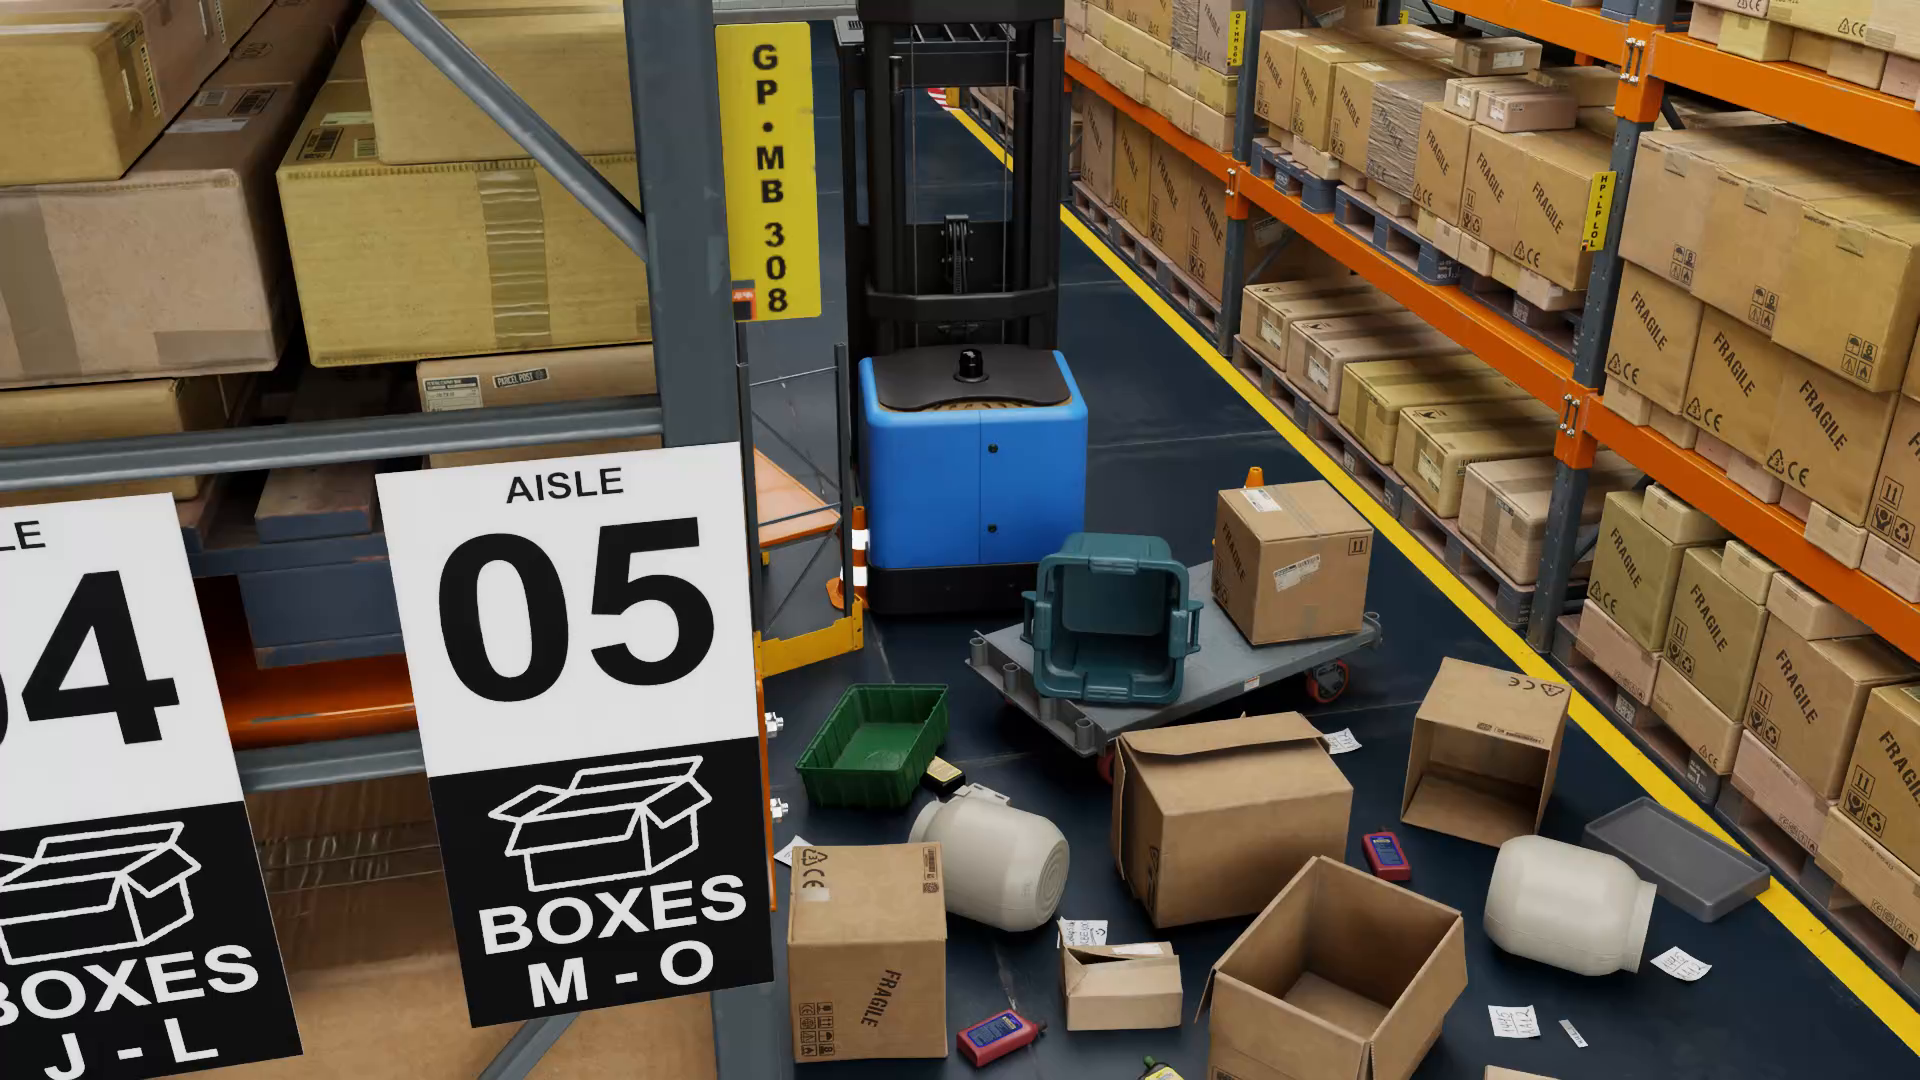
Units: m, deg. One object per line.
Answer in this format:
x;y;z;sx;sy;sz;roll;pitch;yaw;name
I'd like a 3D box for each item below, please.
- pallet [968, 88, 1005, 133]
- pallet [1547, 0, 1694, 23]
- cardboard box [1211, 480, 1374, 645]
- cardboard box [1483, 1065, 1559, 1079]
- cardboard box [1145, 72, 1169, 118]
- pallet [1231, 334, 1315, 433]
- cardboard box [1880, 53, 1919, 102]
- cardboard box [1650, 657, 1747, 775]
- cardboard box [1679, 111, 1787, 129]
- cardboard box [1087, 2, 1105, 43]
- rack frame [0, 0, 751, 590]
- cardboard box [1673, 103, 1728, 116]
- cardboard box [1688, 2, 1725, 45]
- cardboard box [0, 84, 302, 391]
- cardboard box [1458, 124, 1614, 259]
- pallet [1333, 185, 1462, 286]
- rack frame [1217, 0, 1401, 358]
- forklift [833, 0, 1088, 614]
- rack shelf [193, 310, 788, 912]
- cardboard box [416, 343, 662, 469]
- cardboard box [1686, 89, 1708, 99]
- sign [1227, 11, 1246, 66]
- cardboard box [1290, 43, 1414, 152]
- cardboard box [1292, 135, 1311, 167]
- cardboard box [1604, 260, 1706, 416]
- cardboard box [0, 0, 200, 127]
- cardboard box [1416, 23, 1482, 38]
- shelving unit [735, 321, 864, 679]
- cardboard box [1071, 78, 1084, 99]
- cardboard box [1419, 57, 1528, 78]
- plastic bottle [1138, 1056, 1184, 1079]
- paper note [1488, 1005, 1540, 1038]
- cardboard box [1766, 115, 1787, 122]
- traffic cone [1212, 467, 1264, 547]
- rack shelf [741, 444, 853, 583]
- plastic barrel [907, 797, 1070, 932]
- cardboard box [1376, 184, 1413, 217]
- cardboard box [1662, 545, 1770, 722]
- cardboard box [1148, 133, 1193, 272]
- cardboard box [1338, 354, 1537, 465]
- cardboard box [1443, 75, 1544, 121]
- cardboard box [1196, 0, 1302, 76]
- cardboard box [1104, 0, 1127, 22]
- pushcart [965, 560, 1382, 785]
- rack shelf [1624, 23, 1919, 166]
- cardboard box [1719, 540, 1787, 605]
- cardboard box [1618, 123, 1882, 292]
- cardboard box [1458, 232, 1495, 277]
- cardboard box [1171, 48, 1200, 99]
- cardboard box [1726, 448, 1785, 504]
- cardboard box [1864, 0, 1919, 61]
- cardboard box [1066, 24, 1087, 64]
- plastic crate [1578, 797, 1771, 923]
0.701;-4.562;17.554;1.003;0.211;1.213;-6;27;-12;pallet
3.113;-2.419;7.093;1.213;0.211;1.003;-6;27;-12;pallet
1.421;0.090;7.177;0.500;0.500;0.500;-6;27;-12;cardboard box
1.787;1.777;5.065;0.380;0.149;0.250;8;28;15;cardboard box
1.652;-3.212;11.952;0.500;0.250;0.500;-6;27;-12;cardboard box
2.422;-1.050;10.596;1.003;0.211;1.213;-6;27;-12;pallet
3.215;-1.497;5.336;0.380;0.149;0.250;-7;28;-13;cardboard box
3.150;0.678;6.664;0.500;0.250;0.500;-4;27;-9;cardboard box
3.387;-1.779;7.319;0.380;0.149;0.250;-6;27;-12;cardboard box
1.315;-4.102;13.161;0.500;0.250;0.500;-6;27;-11;cardboard box
-0.750;-1.257;1.254;1.000;3.000;0.127;-6;27;-12;rack frame
6.304;-3.619;14.179;0.380;0.149;0.250;-6;27;-12;cardboard box
2.978;-1.946;6.226;0.380;0.149;0.250;-6;27;-12;cardboard box
-1.133;-0.403;2.149;0.500;0.250;0.500;-6;27;-11;cardboard box
2.708;-1.644;7.771;0.500;0.500;0.500;-6;27;-11;cardboard box
2.733;-1.688;8.977;1.003;0.211;1.213;-6;27;-12;pallet
2.247;-2.638;10.648;1.000;3.000;0.127;-6;27;-12;rack frame
-0.066;-1.589;8.645;1.130;2.935;3.031;-3;27;-5;forklift
-1.201;-0.475;3.832;1.077;0.370;4.000;-6;27;-12;rack shelf
-0.515;-0.221;2.232;0.380;0.149;0.250;-6;27;-11;cardboard box
6.672;-3.908;14.752;0.380;0.149;0.250;-6;27;-11;cardboard box
1.707;-3.097;10.272;0.100;0.325;0.005;-6;27;-12;sign
2.247;-2.554;9.574;0.500;0.500;0.500;-5;27;-9;cardboard box
2.187;-2.300;9.790;0.380;0.149;0.250;-8;28;-15;cardboard box
2.976;-0.838;6.640;0.500;0.500;0.500;-6;27;-12;cardboard box
-1.211;-0.617;2.132;0.380;0.149;0.250;-6;27;-11;cardboard box
5.325;-5.451;18.525;0.797;0.503;0.637;-7;28;-14;cardboard box
-0.977;-0.306;7.691;0.587;1.500;1.083;-16;31;-28;shelving unit
1.106;-4.117;15.956;0.875;0.438;0.875;-7;28;-13;cardboard box
2.862;-2.384;9.238;0.500;0.500;0.500;-8;28;-15;cardboard box
0.650;1.738;5.238;0.133;0.061;0.283;-16;31;-29;plastic bottle
1.852;1.604;5.552;0.148;0.019;0.142;3;27;6;paper note
6.905;-3.451;13.846;0.380;0.149;0.250;-7;28;-14;cardboard box
1.505;-0.152;8.537;0.336;0.463;0.334;-6;27;-12;traffic cone
-0.972;-0.142;7.766;0.538;0.185;1.000;-16;31;-28;rack shelf
0.099;1.157;5.987;0.512;0.421;0.421;13;30;24;plastic barrel
2.456;-1.837;8.874;0.380;0.149;0.250;-5;27;-10;cardboard box
3.150;0.343;6.494;0.500;0.500;0.500;-5;27;-10;cardboard box
1.975;-2.581;12.426;0.875;0.875;0.875;-6;27;-11;cardboard box
2.704;-0.747;9.351;0.950;0.372;0.625;-5;27;-10;cardboard box
2.572;-2.136;8.025;0.380;0.149;0.250;-7;28;-14;cardboard box
1.876;-3.330;10.797;0.500;0.500;0.500;-7;28;-13;cardboard box
1.417;-4.222;12.565;0.500;0.500;0.500;-7;28;-13;cardboard box
0.938;0.542;7.257;1.648;0.377;0.936;-16;31;-29;pushcart
3.599;-1.022;4.915;1.077;0.370;4.000;-6;27;-12;rack shelf
3.106;0.106;6.244;0.380;0.149;0.250;-5;27;-10;cardboard box
3.036;-1.291;6.428;0.700;0.500;0.500;-6;27;-12;cardboard box
2.628;-1.382;7.973;0.380;0.149;0.250;-6;27;-12;cardboard box
1.771;-3.206;11.384;0.500;0.250;0.500;-7;28;-13;cardboard box
3.126;-0.268;6.230;0.380;0.149;0.250;-5;27;-10;cardboard box
3.206;-1.619;5.137;0.500;0.250;0.500;-6;27;-11;cardboard box
1.188;-4.107;13.725;0.500;0.250;0.500;-7;28;-13;cardboard box
2.703;1.194;6.296;0.402;0.080;0.583;-16;31;-29;plastic crate
